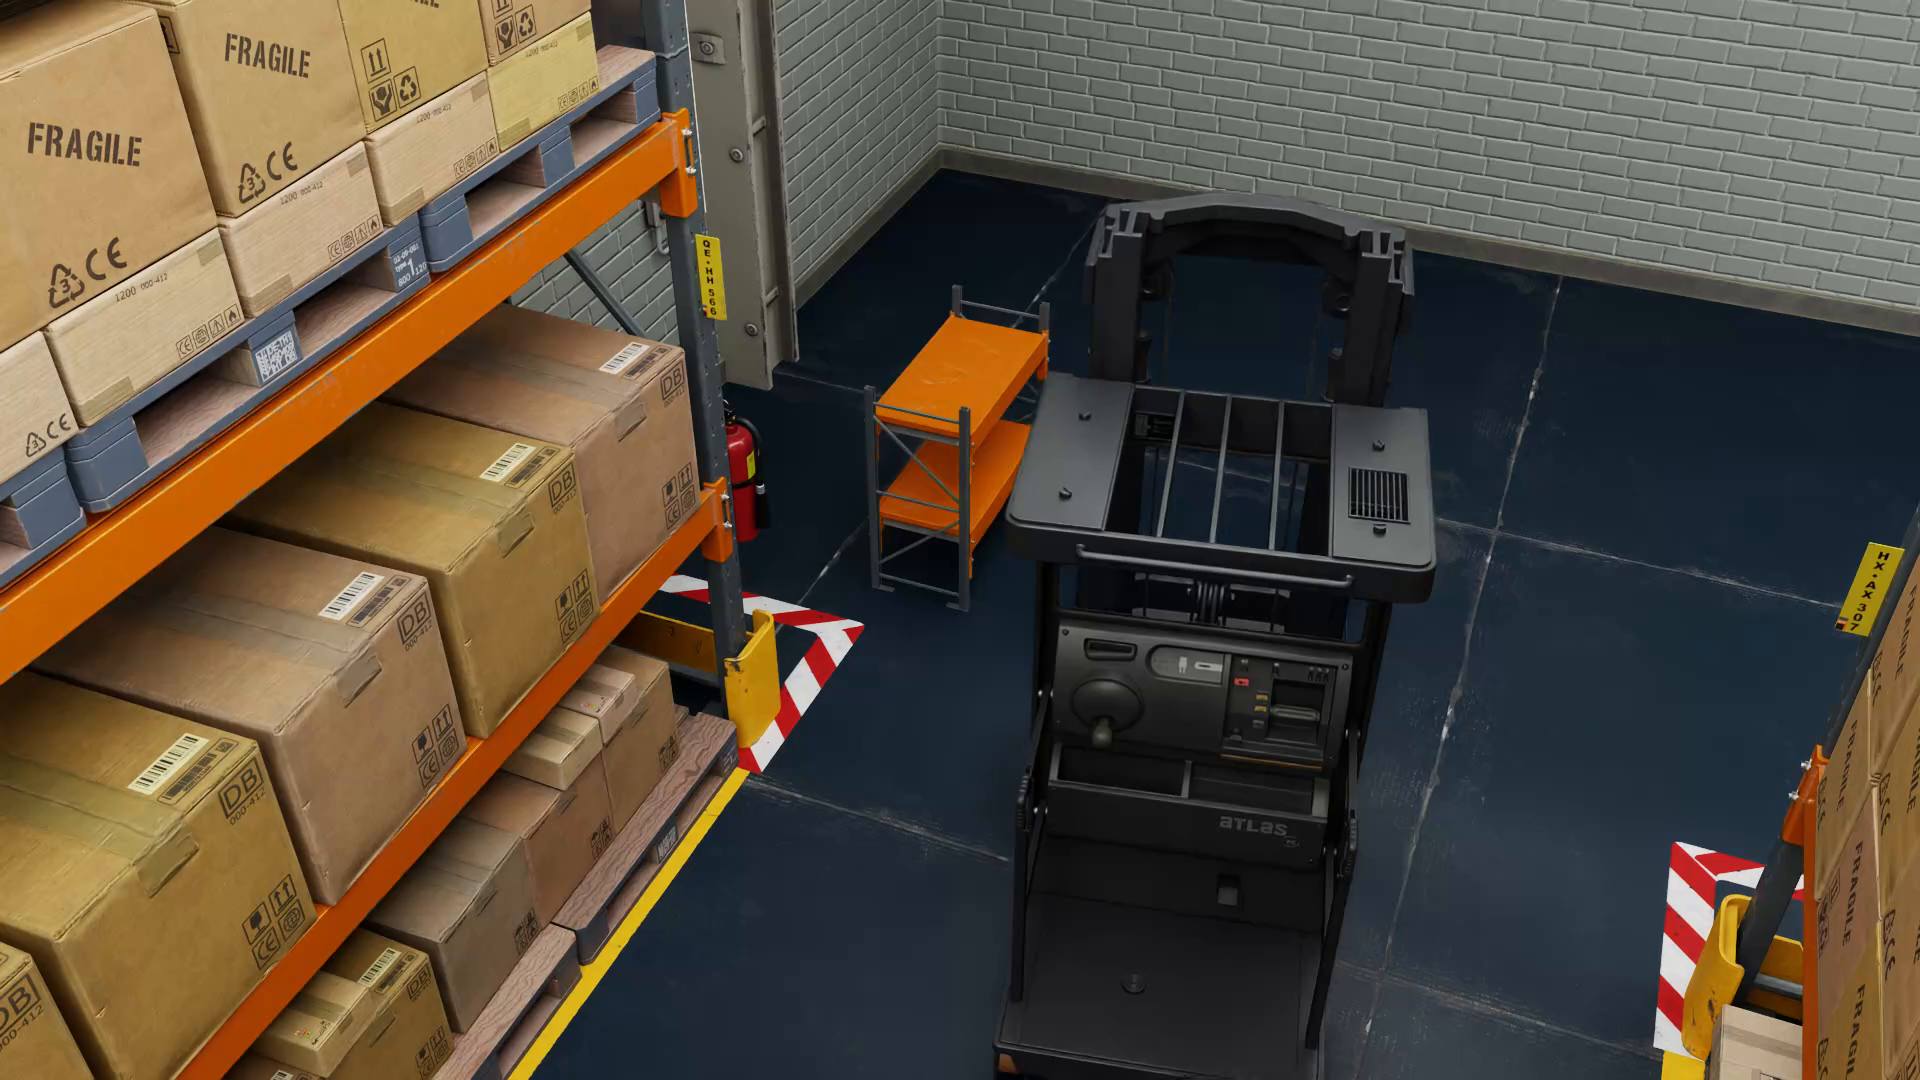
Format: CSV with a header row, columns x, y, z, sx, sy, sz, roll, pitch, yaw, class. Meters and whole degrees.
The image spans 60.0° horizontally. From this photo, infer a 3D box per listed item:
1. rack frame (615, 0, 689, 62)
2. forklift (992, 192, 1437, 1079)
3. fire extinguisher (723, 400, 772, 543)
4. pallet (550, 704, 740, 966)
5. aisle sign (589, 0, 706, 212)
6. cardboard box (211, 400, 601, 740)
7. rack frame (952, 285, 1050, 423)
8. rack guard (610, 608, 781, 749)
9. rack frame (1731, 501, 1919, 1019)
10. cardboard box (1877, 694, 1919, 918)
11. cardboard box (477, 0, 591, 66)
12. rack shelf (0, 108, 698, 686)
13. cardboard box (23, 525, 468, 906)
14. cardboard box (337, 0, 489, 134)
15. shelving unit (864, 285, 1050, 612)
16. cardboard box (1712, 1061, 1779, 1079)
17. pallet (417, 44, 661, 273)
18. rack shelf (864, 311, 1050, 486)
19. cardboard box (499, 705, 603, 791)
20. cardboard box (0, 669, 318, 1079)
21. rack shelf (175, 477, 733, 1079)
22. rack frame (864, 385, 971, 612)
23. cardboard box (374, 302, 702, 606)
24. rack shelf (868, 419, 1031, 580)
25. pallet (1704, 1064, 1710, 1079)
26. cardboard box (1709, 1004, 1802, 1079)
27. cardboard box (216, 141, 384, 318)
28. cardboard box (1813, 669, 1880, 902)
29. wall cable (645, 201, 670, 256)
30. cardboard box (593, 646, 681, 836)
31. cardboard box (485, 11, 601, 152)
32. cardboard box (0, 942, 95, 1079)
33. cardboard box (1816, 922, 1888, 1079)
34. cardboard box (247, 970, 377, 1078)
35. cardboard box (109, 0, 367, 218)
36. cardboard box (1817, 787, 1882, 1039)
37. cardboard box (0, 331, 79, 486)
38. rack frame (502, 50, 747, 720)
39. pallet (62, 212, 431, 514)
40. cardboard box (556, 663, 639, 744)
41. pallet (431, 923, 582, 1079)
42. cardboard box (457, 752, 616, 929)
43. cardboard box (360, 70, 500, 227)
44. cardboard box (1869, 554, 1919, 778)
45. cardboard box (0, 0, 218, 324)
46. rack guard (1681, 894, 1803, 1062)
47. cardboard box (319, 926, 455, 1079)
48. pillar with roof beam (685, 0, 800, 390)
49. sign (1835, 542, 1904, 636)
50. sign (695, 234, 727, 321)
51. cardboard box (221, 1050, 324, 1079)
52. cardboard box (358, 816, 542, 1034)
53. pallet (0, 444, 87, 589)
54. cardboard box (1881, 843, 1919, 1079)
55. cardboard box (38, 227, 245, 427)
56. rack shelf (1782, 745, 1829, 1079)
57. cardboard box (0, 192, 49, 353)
x,y,z,sx,sy,sz,roll,pitch,yaw,class
-1.387,-2.910,4.728,1.000,3.000,0.127,14,39,18,rack frame
0.728,0.570,5.141,1.130,2.935,3.031,7,37,9,forklift
-0.903,-0.305,6.630,0.296,0.674,0.183,14,39,18,fire extinguisher
-1.619,1.071,6.743,1.003,0.211,1.213,14,39,18,pallet
-1.082,-1.520,5.708,0.394,0.787,0.004,14,39,18,aisle sign
-1.838,0.063,5.511,0.980,0.700,0.700,14,39,17,cardboard box
0.196,-0.736,8.396,0.500,1.125,0.032,14,39,18,rack frame
-1.378,0.481,7.290,1.175,0.500,0.348,14,39,18,rack guard
3.196,0.619,5.017,1.000,3.000,0.127,14,39,18,rack frame
2.591,0.656,4.050,0.500,0.500,0.500,14,39,18,cardboard box
-1.413,-1.690,4.666,0.500,0.500,0.500,14,39,18,cardboard box
-2.148,-0.313,4.360,1.077,0.370,4.000,14,39,18,rack shelf
-2.137,0.483,4.949,0.980,0.700,0.700,12,38,16,cardboard box
-1.613,-1.415,4.298,0.500,0.500,0.500,15,39,19,cardboard box
0.003,-0.454,8.020,0.538,1.125,1.048,14,39,18,shelving unit
2.623,1.870,5.343,0.380,0.166,0.250,14,39,18,cardboard box
-1.659,-1.260,5.100,1.003,0.211,1.213,14,39,18,pallet
0.003,-0.689,7.845,0.538,0.278,1.000,14,39,18,rack shelf
-1.538,0.731,6.063,0.380,0.149,0.250,15,39,19,cardboard box
-2.404,0.888,4.407,0.980,0.700,0.700,13,39,17,cardboard box
-2.148,0.889,5.258,1.077,0.370,4.000,14,39,18,rack shelf
-0.191,-0.173,7.643,0.500,1.125,0.032,14,39,18,rack frame
-1.572,-0.342,6.054,0.980,0.700,0.700,16,40,20,cardboard box
0.003,-0.258,8.166,0.538,0.278,1.000,14,39,18,rack shelf
2.864,2.220,5.205,1.003,0.211,1.213,14,39,18,pallet
2.719,1.739,5.534,0.380,0.149,0.250,14,39,18,cardboard box
-1.810,-0.813,4.119,0.500,0.250,0.500,13,39,16,cardboard box
2.783,0.765,4.739,0.500,0.500,0.500,15,39,19,cardboard box
-1.774,-1.838,7.457,0.084,1.984,1.851,14,39,18,wall cable
-1.561,0.736,6.598,0.700,0.500,0.500,14,39,18,cardboard box
-1.420,-1.391,4.892,0.500,0.250,0.500,15,39,19,cardboard box
-2.687,1.291,3.868,0.980,0.700,0.700,14,39,18,cardboard box
2.398,1.329,3.984,0.500,0.500,0.500,14,39,18,cardboard box
-2.032,1.453,5.097,0.380,0.149,0.250,13,39,16,cardboard box
-1.804,-1.124,3.909,0.500,0.500,0.500,12,38,16,cardboard box
2.592,1.052,4.355,0.500,0.500,0.500,13,39,17,cardboard box
-2.195,-0.243,3.357,0.500,0.250,0.500,13,39,17,cardboard box
-1.387,-0.507,6.524,1.000,3.000,0.127,14,39,18,rack frame
-2.122,-0.582,4.193,1.003,0.211,1.213,14,39,18,pallet
-1.441,0.589,6.253,0.380,0.149,0.250,13,39,17,cardboard box
-2.084,1.744,5.842,1.003,0.211,1.213,14,39,18,pallet
-1.751,1.014,6.227,0.700,0.500,0.500,14,39,18,cardboard box
-1.617,-1.102,4.506,0.500,0.250,0.500,12,39,16,cardboard box
2.783,0.365,4.440,0.500,0.500,0.500,15,39,19,cardboard box
-2.005,-0.834,3.521,0.500,0.500,0.500,14,39,18,cardboard box
3.167,1.663,5.709,1.175,0.500,0.348,14,39,18,rack guard
-2.138,1.589,5.457,0.700,0.500,0.500,15,39,19,cardboard box
2.822,-3.621,5.680,9.100,9.000,0.400,14,39,18,pillar with roof beam
2.694,0.149,4.923,0.100,0.325,0.005,14,39,18,sign
-0.890,-0.934,5.931,0.100,0.325,0.005,14,39,18,sign
-2.335,1.873,5.078,0.700,0.500,0.500,13,39,17,cardboard box
-1.942,1.292,5.854,0.700,0.500,0.500,13,39,16,cardboard box
-2.588,0.091,3.293,1.003,0.211,1.213,14,39,18,pallet
2.396,0.932,3.681,0.500,0.500,0.500,14,39,18,cardboard box
-2.007,-0.529,3.739,0.500,0.250,0.500,13,39,17,cardboard box
2.435,2.015,3.751,1.077,0.370,4.000,14,39,18,rack shelf
-2.188,-0.559,3.153,0.500,0.500,0.500,13,39,17,cardboard box
